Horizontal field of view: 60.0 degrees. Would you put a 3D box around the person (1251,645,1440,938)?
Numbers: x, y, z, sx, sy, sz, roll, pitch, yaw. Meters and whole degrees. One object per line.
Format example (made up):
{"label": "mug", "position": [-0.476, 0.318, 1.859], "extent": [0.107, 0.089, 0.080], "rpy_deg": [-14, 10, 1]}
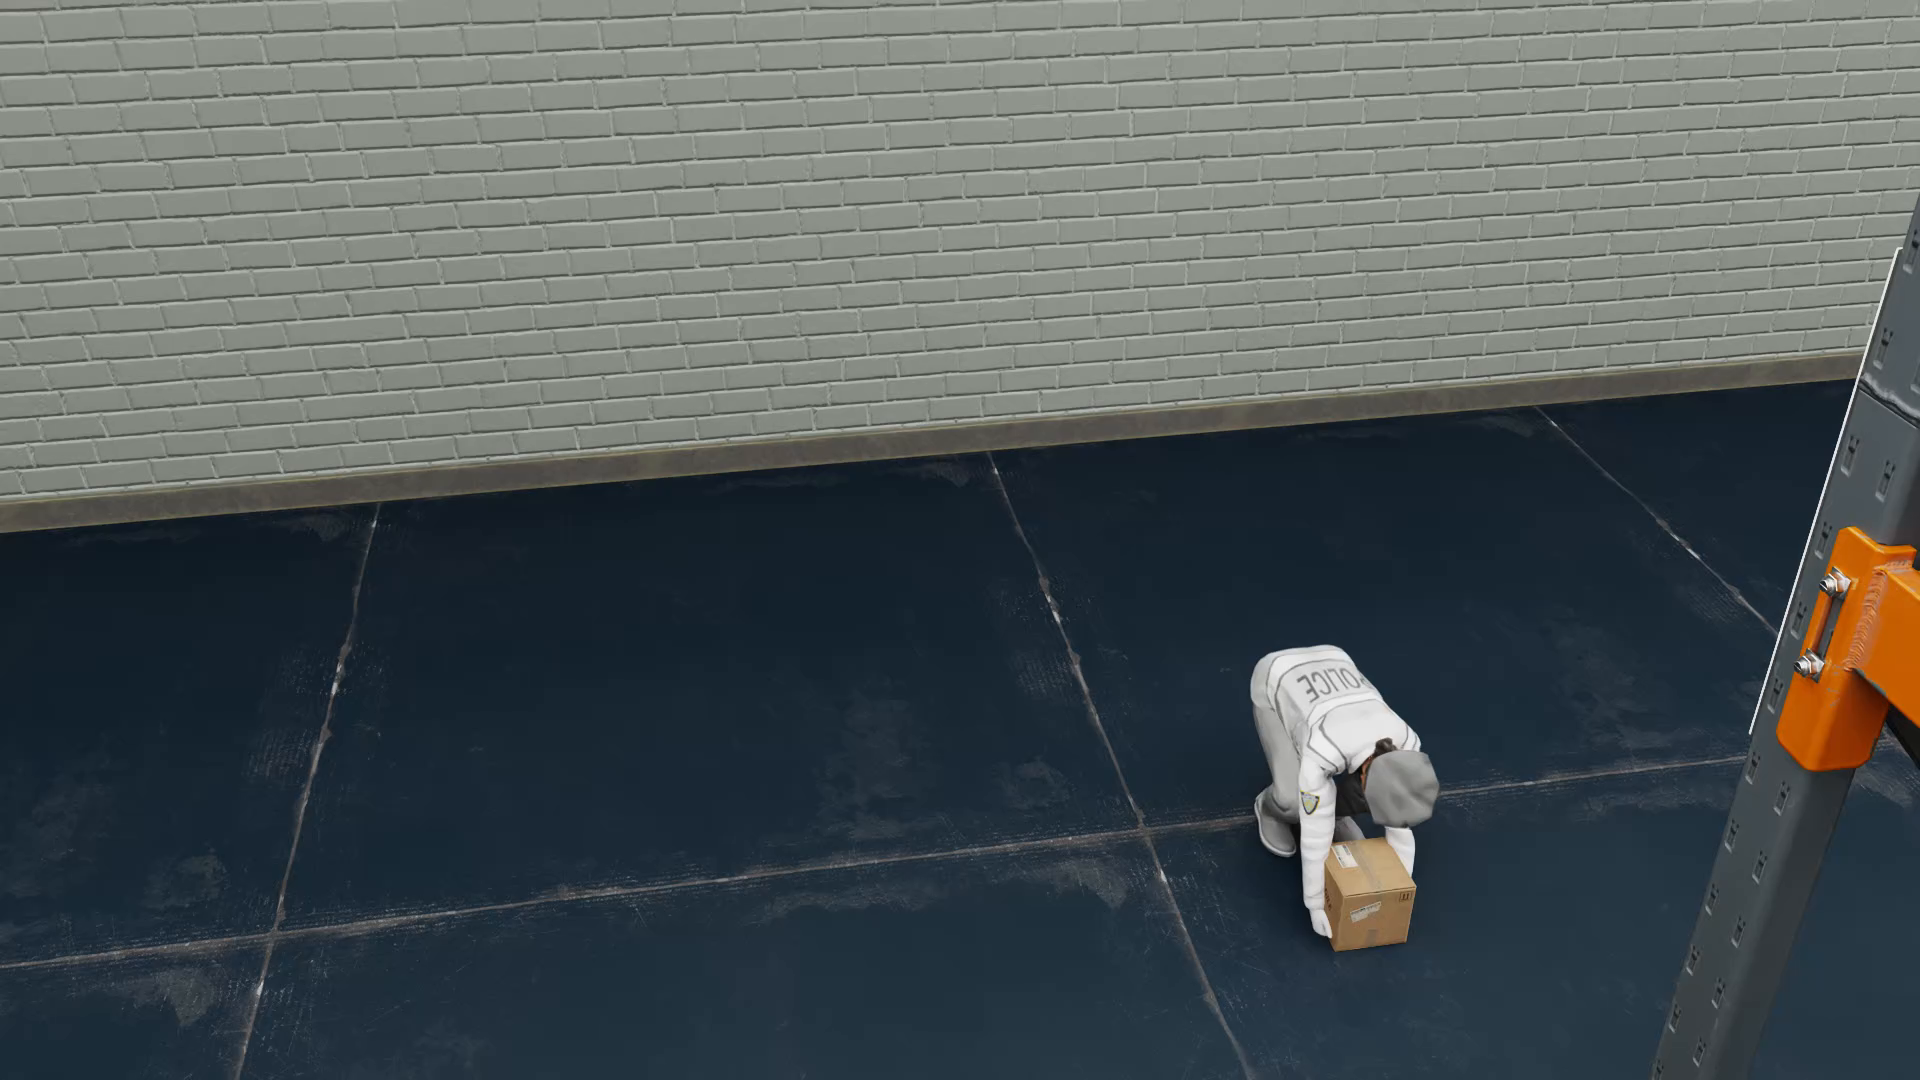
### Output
{"label": "person", "position": [1.282, 0.819, 5.673], "extent": [0.445, 0.759, 0.914], "rpy_deg": [-6, 31, -10]}
